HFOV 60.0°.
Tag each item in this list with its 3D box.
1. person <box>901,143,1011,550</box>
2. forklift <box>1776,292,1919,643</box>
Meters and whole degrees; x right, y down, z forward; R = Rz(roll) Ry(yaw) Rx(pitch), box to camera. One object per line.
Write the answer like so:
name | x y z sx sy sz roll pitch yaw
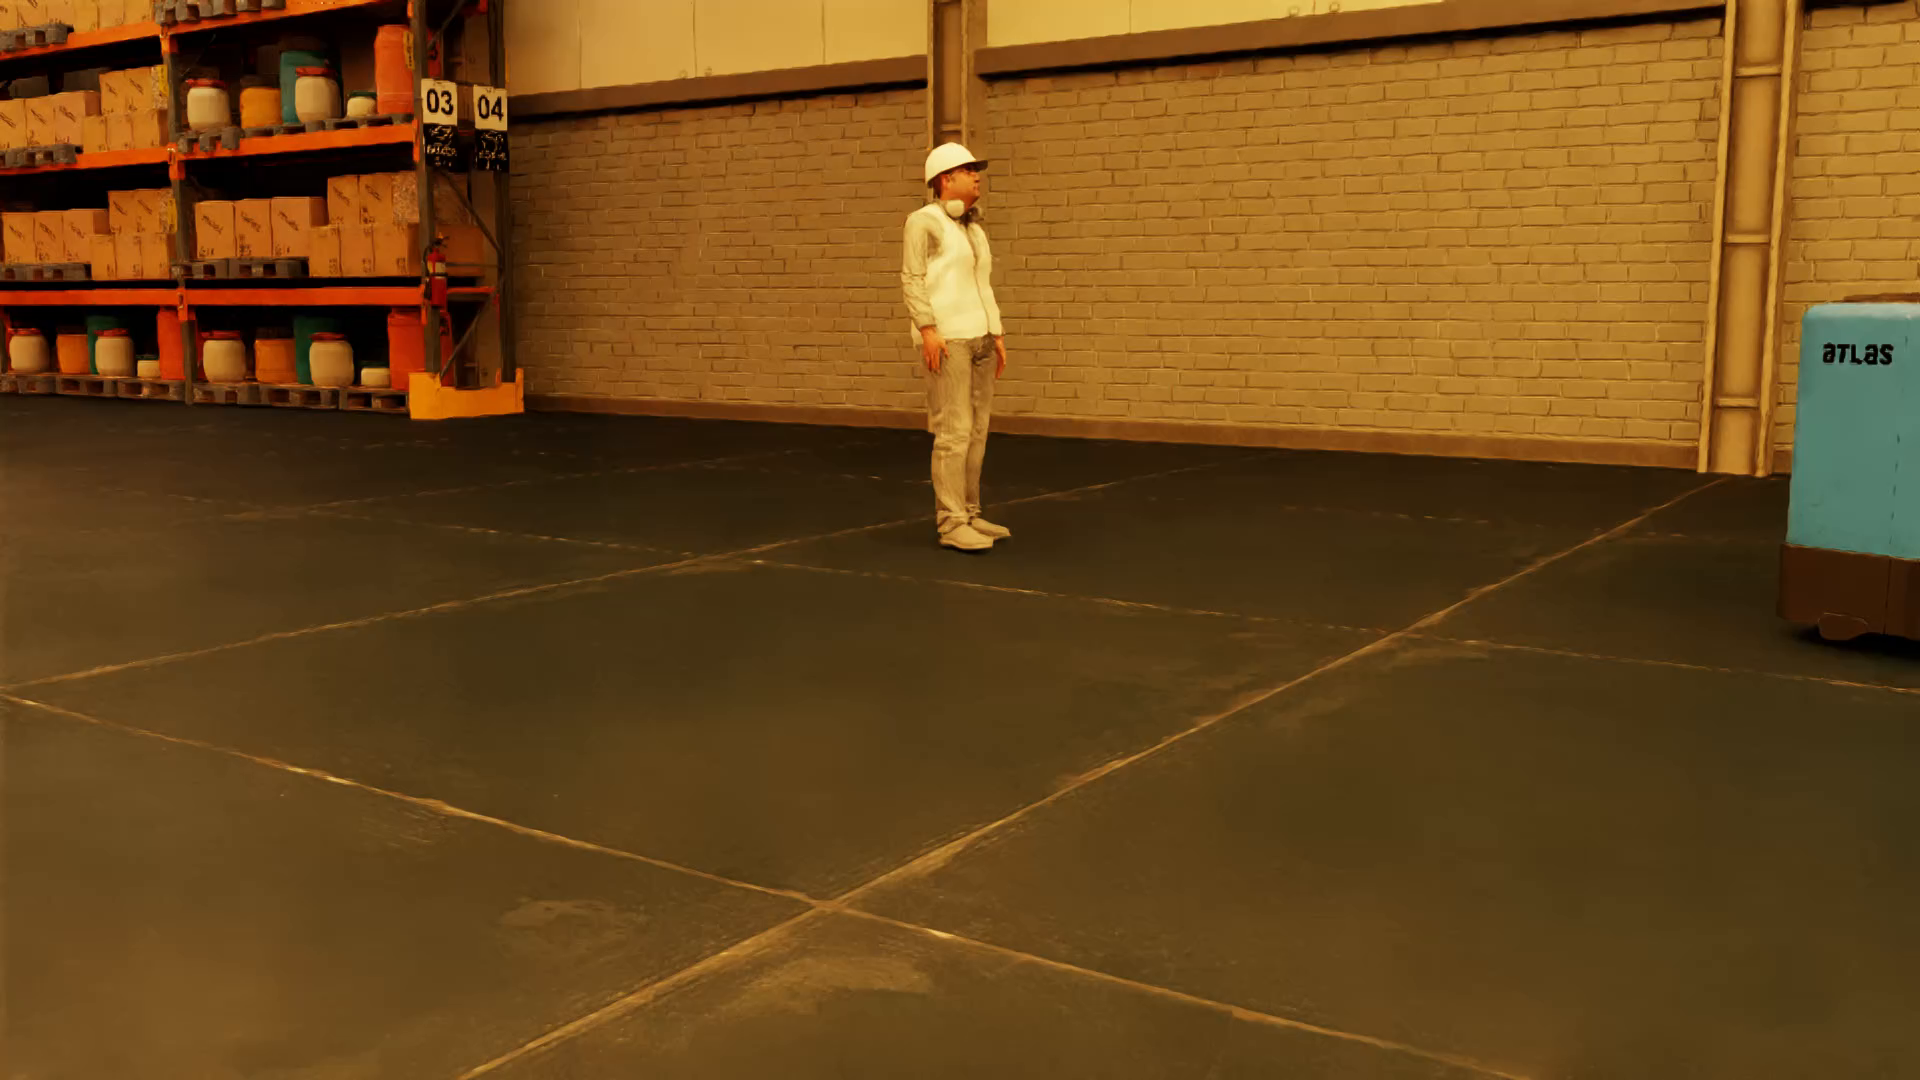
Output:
person | 0.047 -0.879 7.436 0.567 1.773 0.632 5 10 34
forklift | 3.907 -1.006 4.265 1.130 2.935 3.031 -6 10 -36
